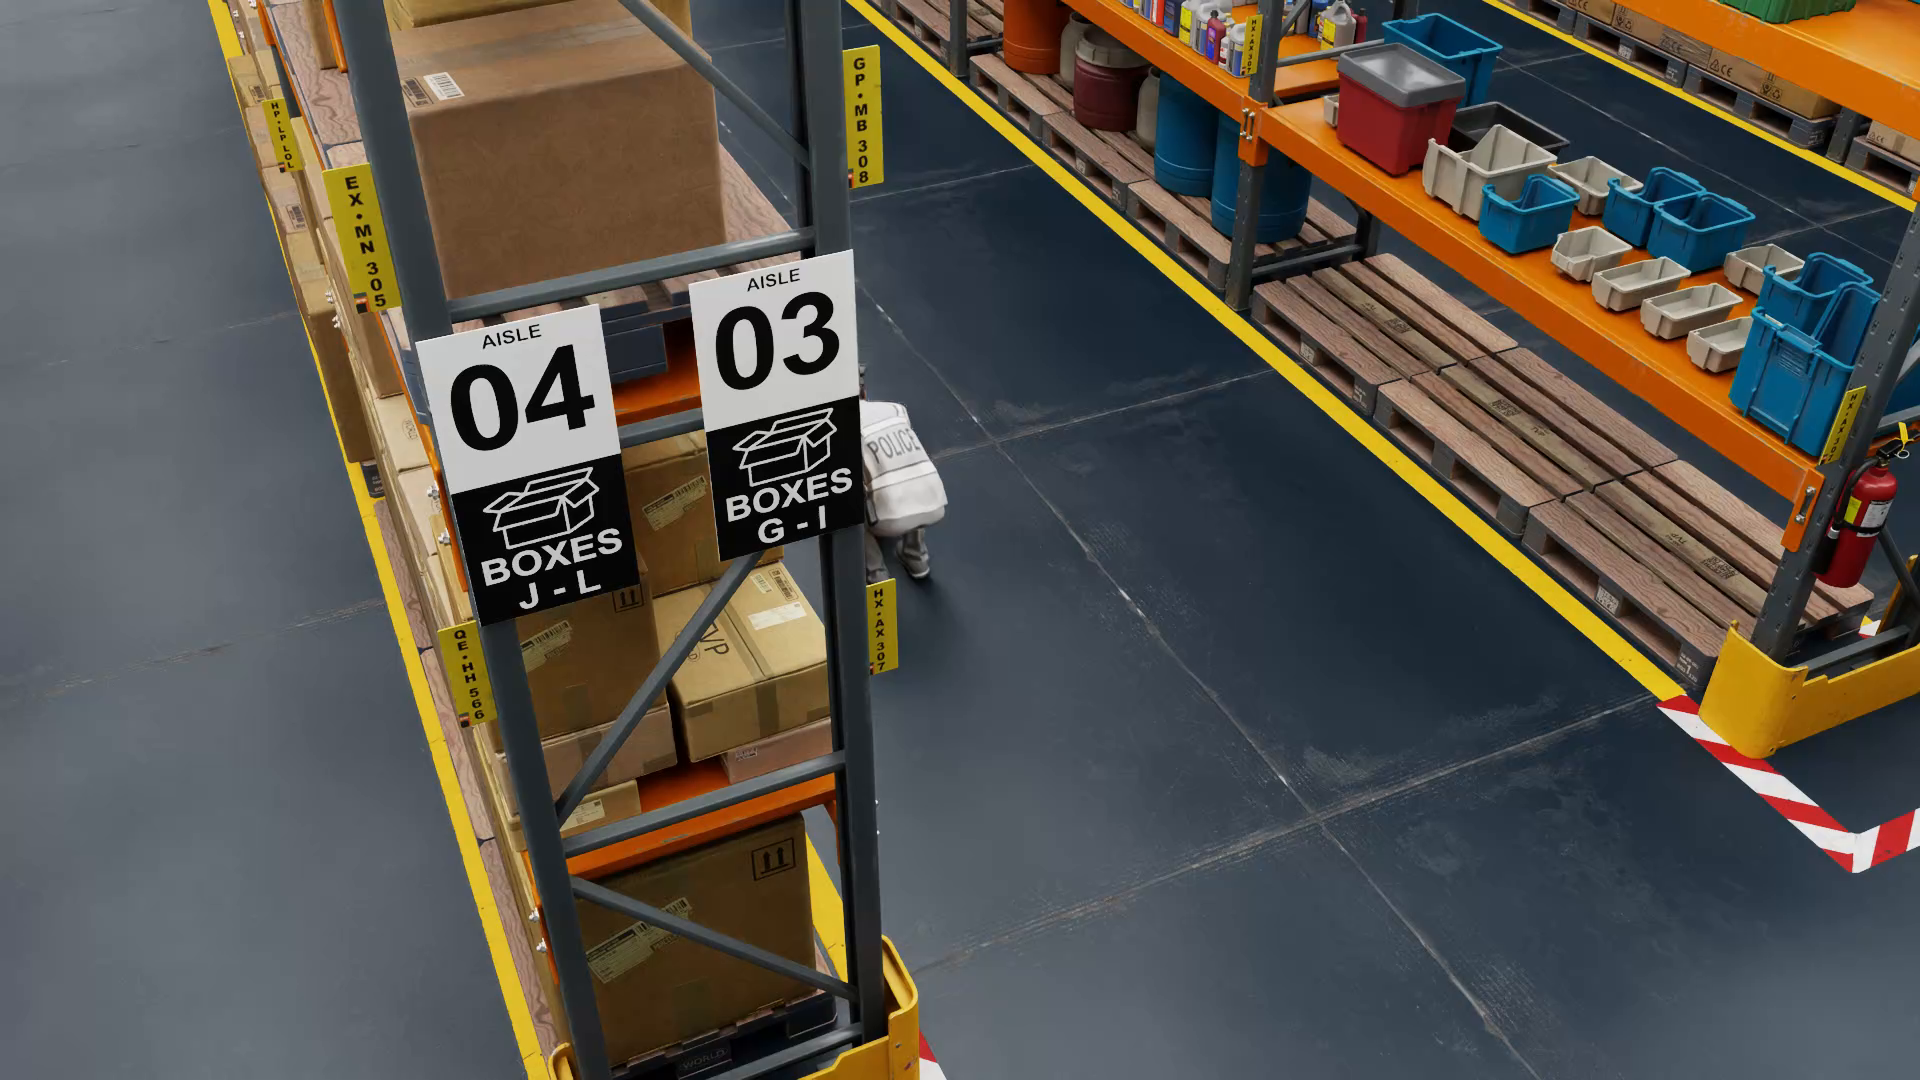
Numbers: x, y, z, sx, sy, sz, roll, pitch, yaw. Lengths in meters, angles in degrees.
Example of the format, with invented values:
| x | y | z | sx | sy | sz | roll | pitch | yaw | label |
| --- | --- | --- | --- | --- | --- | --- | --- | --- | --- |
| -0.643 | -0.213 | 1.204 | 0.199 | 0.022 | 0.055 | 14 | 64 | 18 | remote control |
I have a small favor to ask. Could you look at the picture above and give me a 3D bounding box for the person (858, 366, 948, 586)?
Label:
| x | y | z | sx | sy | sz | roll | pitch | yaw | label |
| --- | --- | --- | --- | --- | --- | --- | --- | --- | --- |
| -0.395 | -0.276 | 7.777 | 0.489 | 0.984 | 0.845 | -16 | 40 | -20 | person |
